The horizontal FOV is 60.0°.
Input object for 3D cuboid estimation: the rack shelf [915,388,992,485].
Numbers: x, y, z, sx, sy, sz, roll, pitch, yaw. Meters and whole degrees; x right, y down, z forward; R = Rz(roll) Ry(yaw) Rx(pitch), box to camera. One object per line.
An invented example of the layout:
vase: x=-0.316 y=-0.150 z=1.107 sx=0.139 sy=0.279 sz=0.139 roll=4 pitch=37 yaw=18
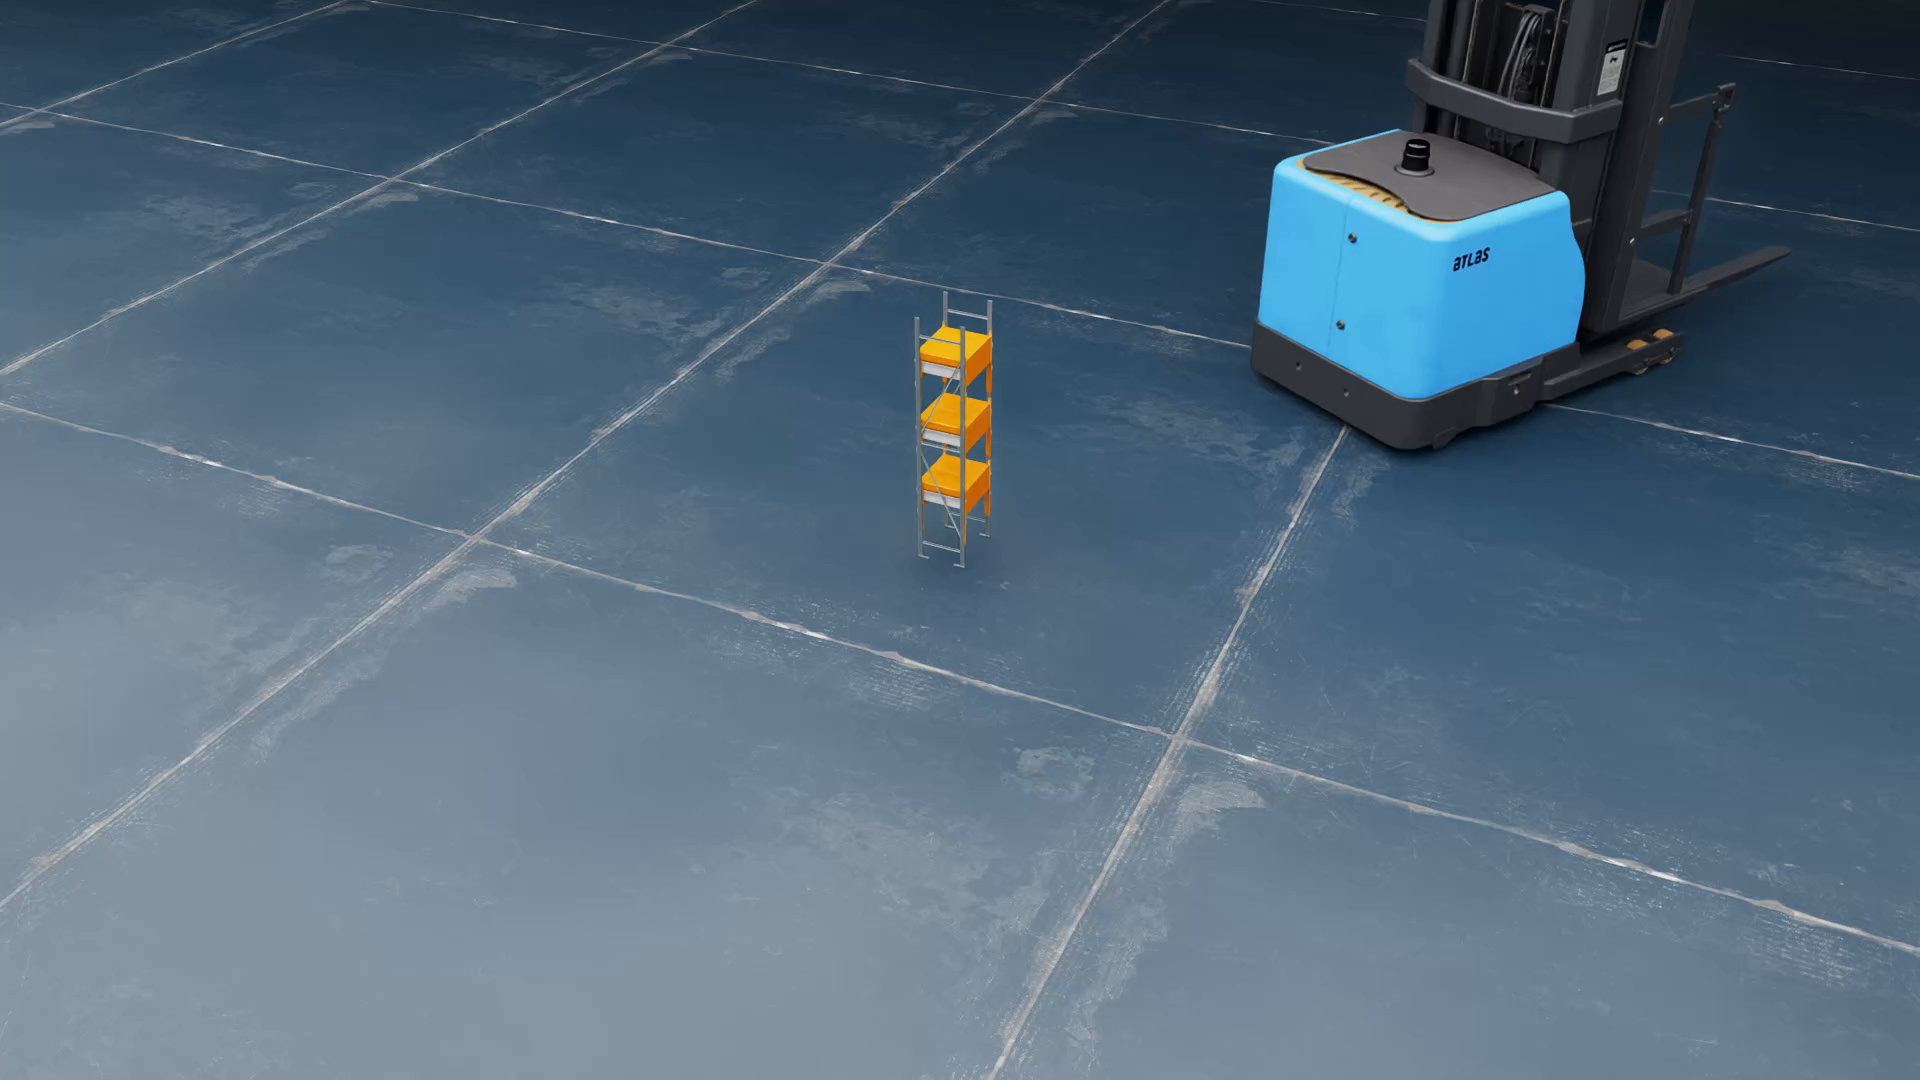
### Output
rack shelf: x=-0.022 y=-0.404 z=6.427 sx=0.215 sy=0.259 sz=0.240 roll=14 pitch=36 yaw=20

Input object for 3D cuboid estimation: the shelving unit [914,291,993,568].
shelving unit: x=-0.022 y=-0.412 z=6.421 sx=0.215 sy=1.050 sz=0.252 roll=14 pitch=36 yaw=20

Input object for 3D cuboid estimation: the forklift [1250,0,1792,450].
forklift: x=2.883 y=-2.236 z=7.488 sx=3.031 sy=2.935 sz=1.130 roll=-20 pitch=38 yaw=-28

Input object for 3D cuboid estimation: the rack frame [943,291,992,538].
rack frame: x=0.029 y=-0.473 z=6.514 sx=0.200 sy=1.050 sz=0.008 roll=14 pitch=36 yaw=20

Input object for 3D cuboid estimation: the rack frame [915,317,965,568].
rack frame: x=-0.073 y=-0.352 z=6.329 sx=0.200 sy=1.050 sz=0.008 roll=14 pitch=36 yaw=20

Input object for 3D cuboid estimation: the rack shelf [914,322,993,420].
rack shelf: x=-0.022 y=-0.641 z=6.272 sx=0.215 sy=0.259 sz=0.240 roll=14 pitch=36 yaw=20

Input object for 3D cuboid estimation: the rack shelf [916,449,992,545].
rack shelf: x=-0.022 y=-0.171 z=6.580 sx=0.215 sy=0.259 sz=0.240 roll=14 pitch=36 yaw=20
